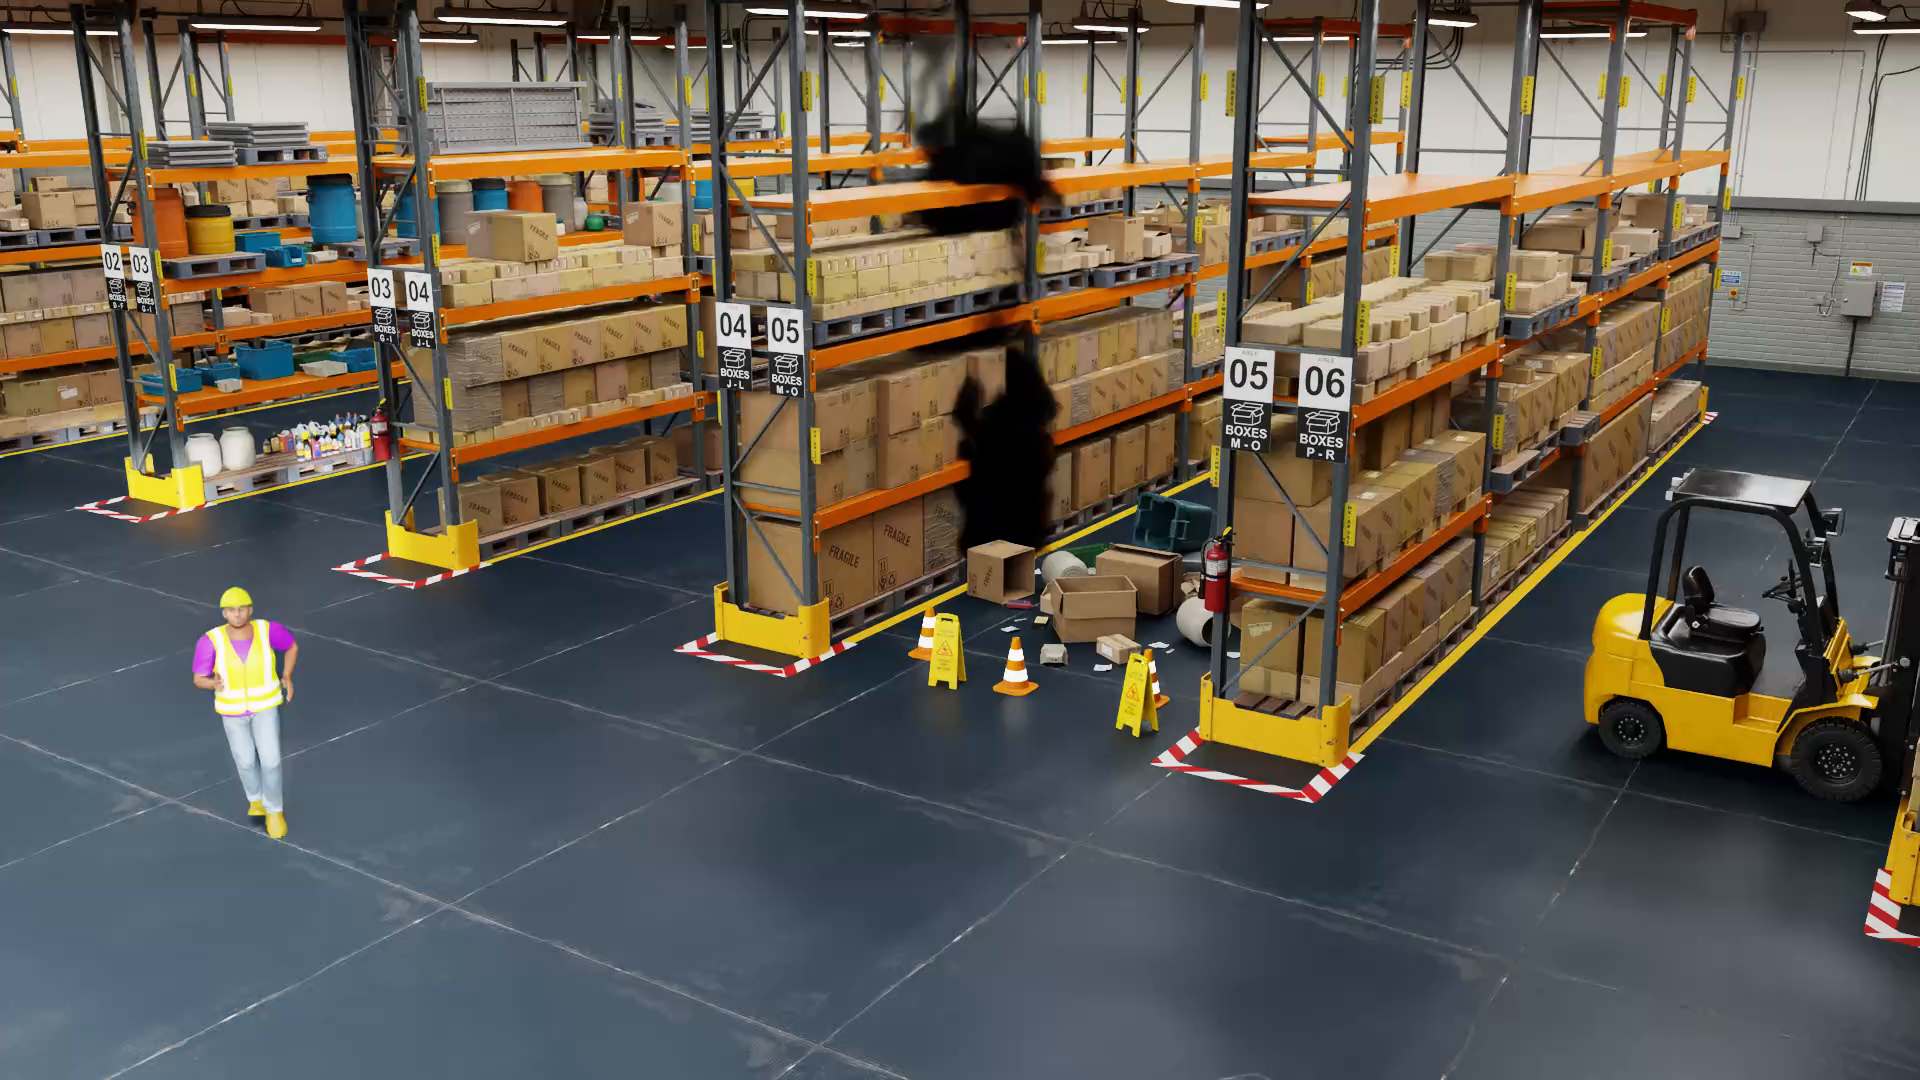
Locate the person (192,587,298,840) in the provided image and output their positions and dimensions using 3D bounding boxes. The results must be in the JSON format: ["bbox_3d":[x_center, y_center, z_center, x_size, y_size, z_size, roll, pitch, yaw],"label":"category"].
[{"bbox_3d":[-4.950,1.209,11.605,0.673,1.812,0.706,-5,16,-19],"label":"person"}]

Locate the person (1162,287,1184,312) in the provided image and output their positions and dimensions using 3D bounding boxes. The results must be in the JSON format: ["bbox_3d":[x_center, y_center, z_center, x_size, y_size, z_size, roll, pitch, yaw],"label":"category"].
[{"bbox_3d":[3.832,-3.742,29.731,0.567,1.570,0.859,4,16,15],"label":"person"}]

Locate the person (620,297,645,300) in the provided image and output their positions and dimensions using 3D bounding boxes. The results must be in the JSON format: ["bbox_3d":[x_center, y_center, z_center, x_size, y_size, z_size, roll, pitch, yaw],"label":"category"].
[{"bbox_3d":[-6.214,-4.332,31.457,0.659,1.785,0.845,9,18,29],"label":"person"}]
